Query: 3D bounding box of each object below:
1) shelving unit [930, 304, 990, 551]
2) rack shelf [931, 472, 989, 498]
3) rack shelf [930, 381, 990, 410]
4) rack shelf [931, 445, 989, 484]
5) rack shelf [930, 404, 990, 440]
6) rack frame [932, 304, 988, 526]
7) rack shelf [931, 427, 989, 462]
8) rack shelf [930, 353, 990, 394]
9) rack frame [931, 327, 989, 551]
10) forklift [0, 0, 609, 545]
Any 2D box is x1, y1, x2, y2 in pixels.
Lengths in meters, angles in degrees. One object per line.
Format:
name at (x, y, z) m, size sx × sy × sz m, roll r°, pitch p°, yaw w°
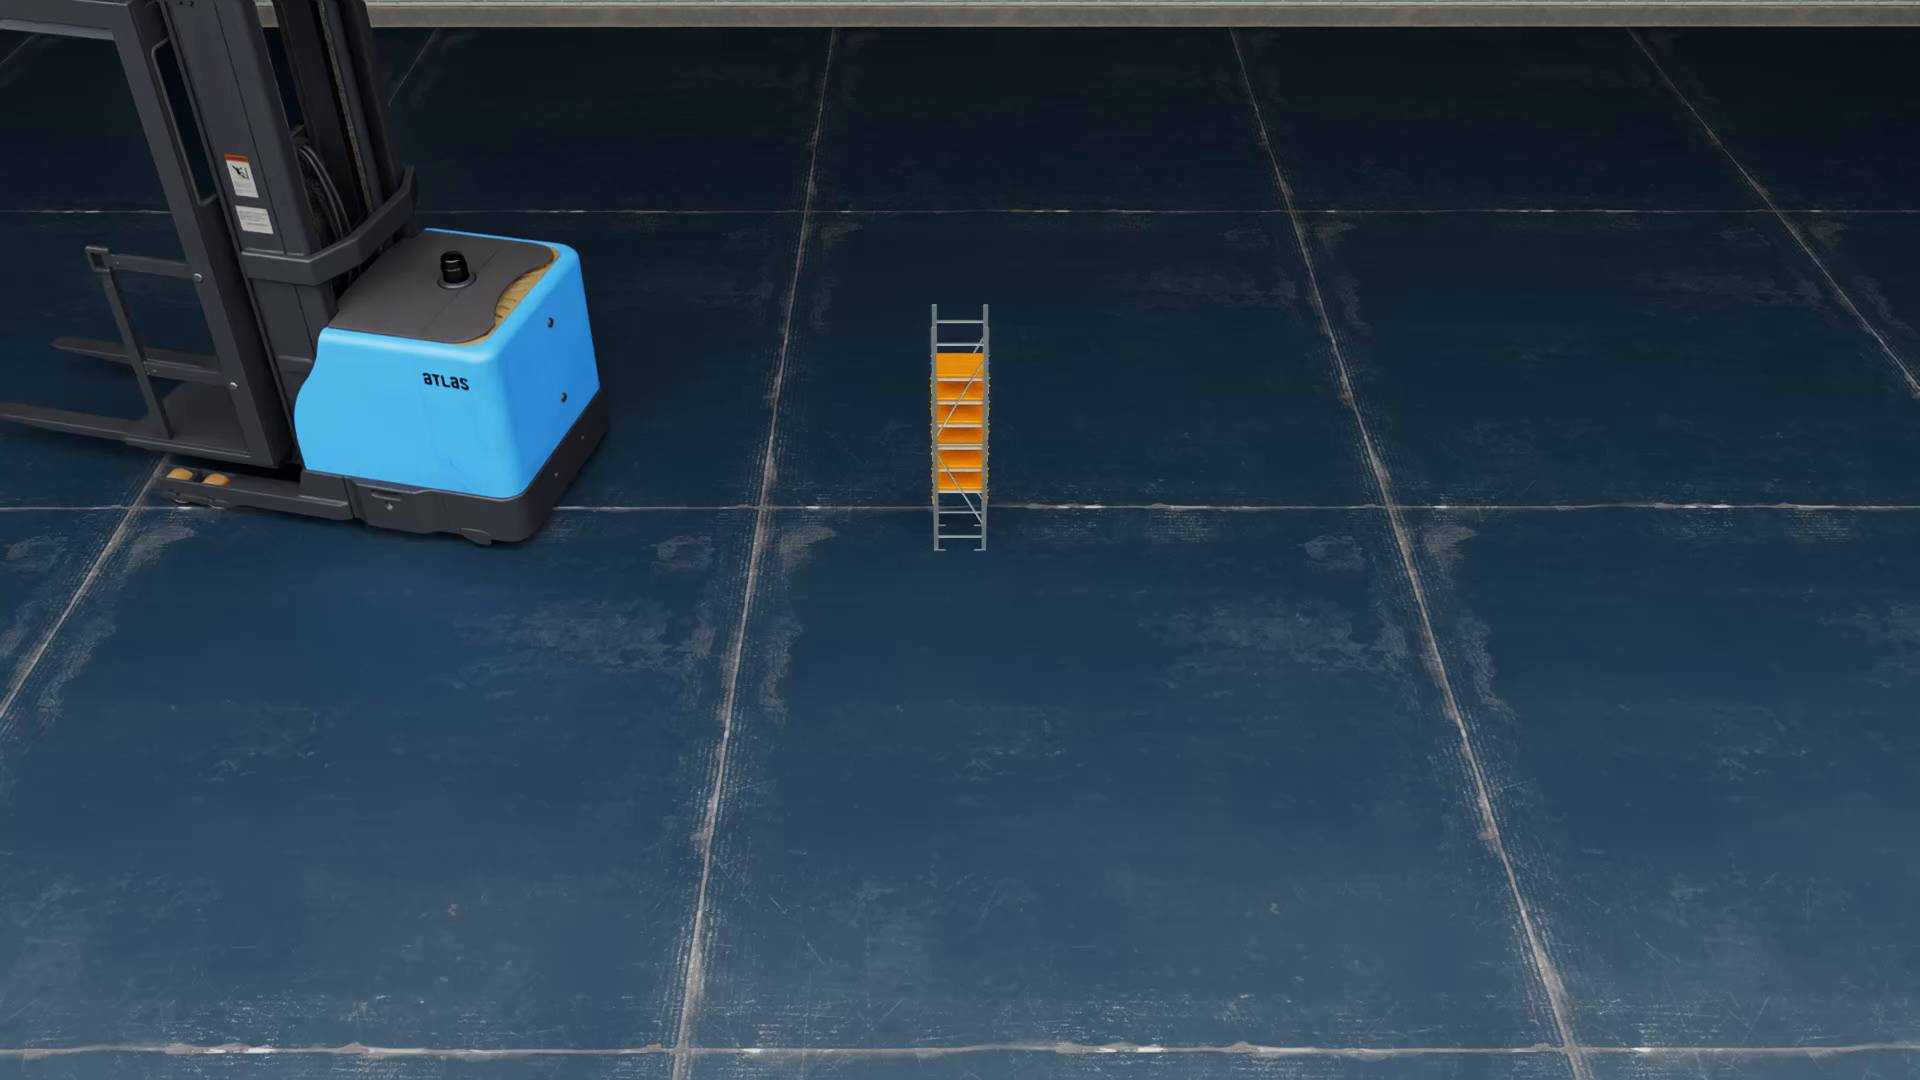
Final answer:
shelving unit at (0.000, -0.477, 7.386) m, size 0.258 × 1.200 × 0.189 m, roll 0°, pitch 39°, yaw 0°
rack shelf at (0.000, -0.255, 7.564) m, size 0.258 × 0.103 × 0.180 m, roll 0°, pitch 39°, yaw 0°
rack shelf at (0.000, -0.630, 7.264) m, size 0.258 × 0.103 × 0.180 m, roll 0°, pitch 39°, yaw 0°
rack shelf at (0.000, -0.349, 7.489) m, size 0.258 × 0.103 × 0.180 m, roll 0°, pitch 39°, yaw 0°
rack shelf at (0.000, -0.536, 7.339) m, size 0.258 × 0.103 × 0.180 m, roll 0°, pitch 39°, yaw 0°
rack frame at (0.000, -0.534, 7.457) m, size 0.240 × 1.200 × 0.006 m, roll 0°, pitch 39°, yaw 0°
rack shelf at (0.000, -0.443, 7.414) m, size 0.258 × 0.103 × 0.180 m, roll 0°, pitch 39°, yaw 0°
rack shelf at (0.000, -0.724, 7.189) m, size 0.258 × 0.103 × 0.180 m, roll 0°, pitch 39°, yaw 0°
rack frame at (0.000, -0.420, 7.315) m, size 0.240 × 1.200 × 0.006 m, roll 0°, pitch 39°, yaw 0°
forklift at (-3.334, -1.603, 7.407) m, size 3.031 × 2.935 × 1.130 m, roll 8°, pitch 39°, yaw 10°
